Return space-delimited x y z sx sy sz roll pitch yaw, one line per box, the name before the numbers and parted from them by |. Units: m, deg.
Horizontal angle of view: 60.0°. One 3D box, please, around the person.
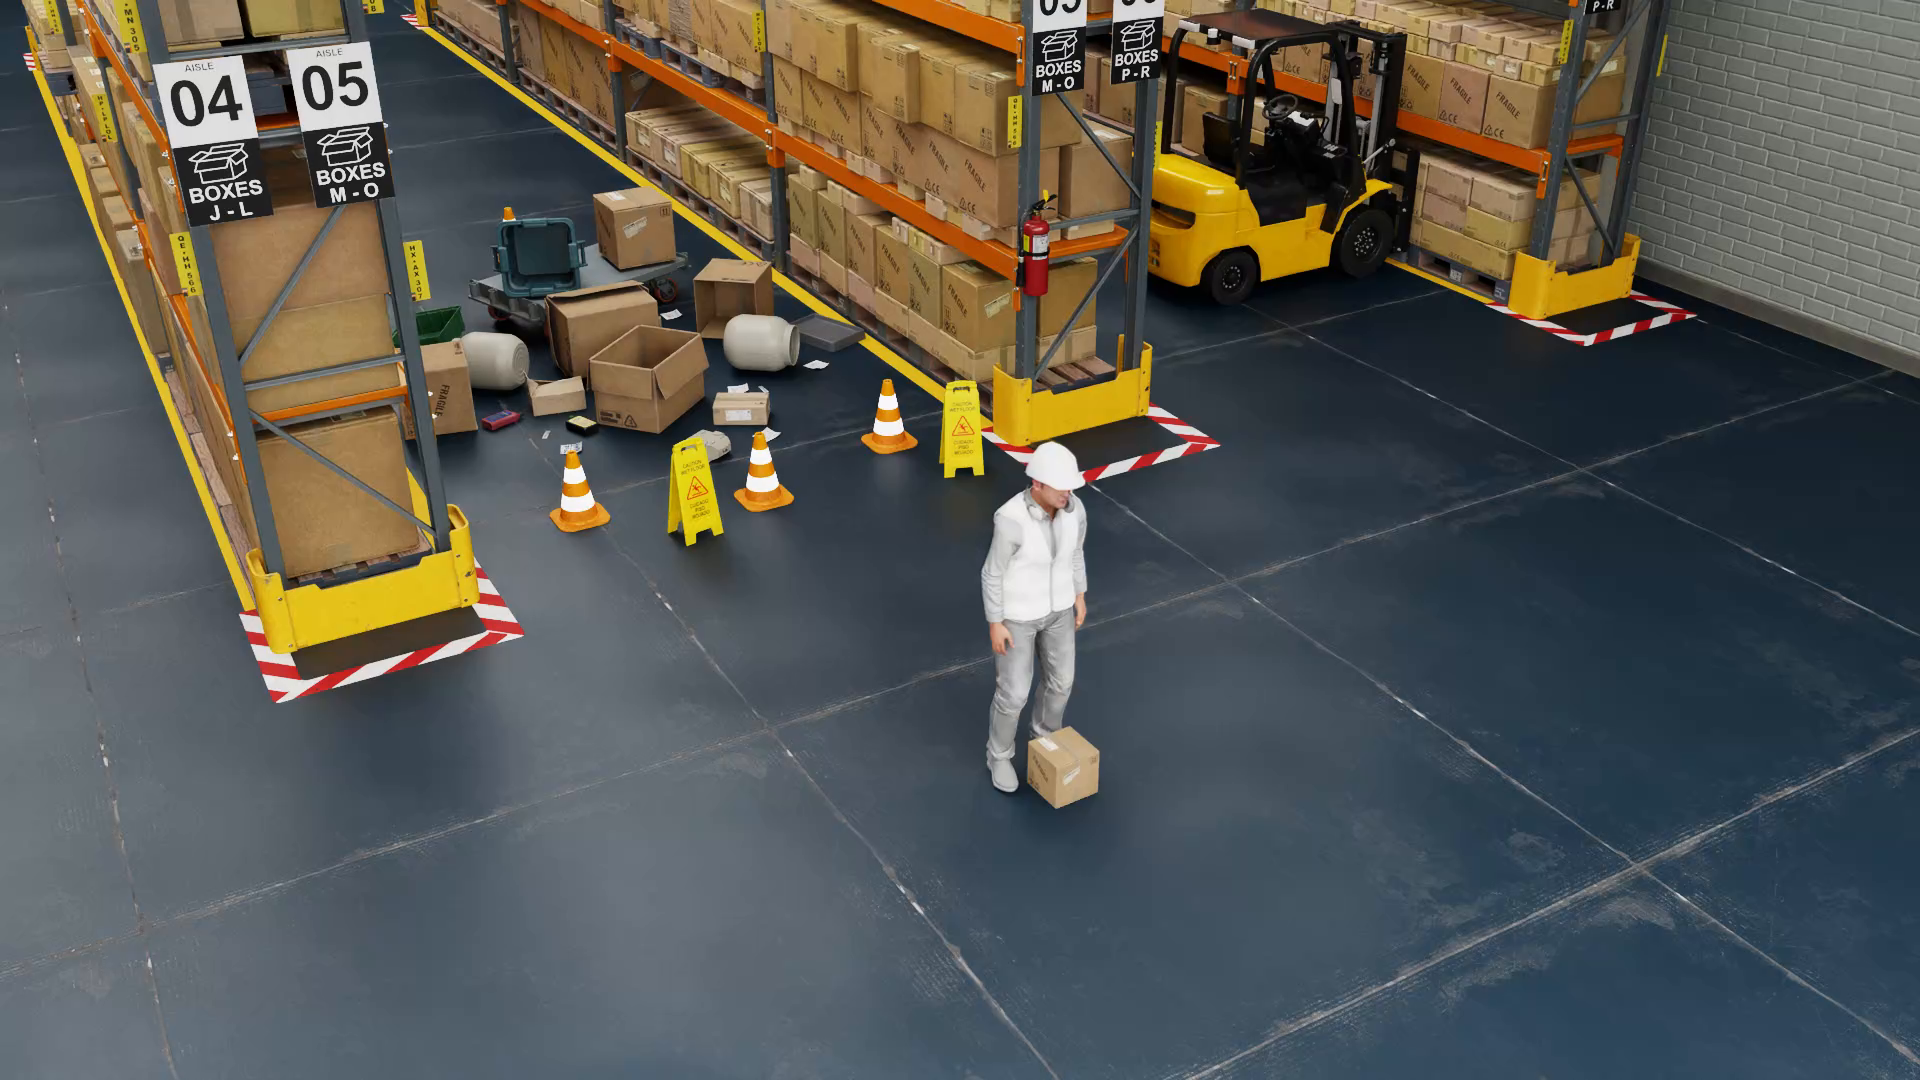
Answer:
person | 0.366 0.333 7.936 0.585 1.767 0.463 -18 33 -29
